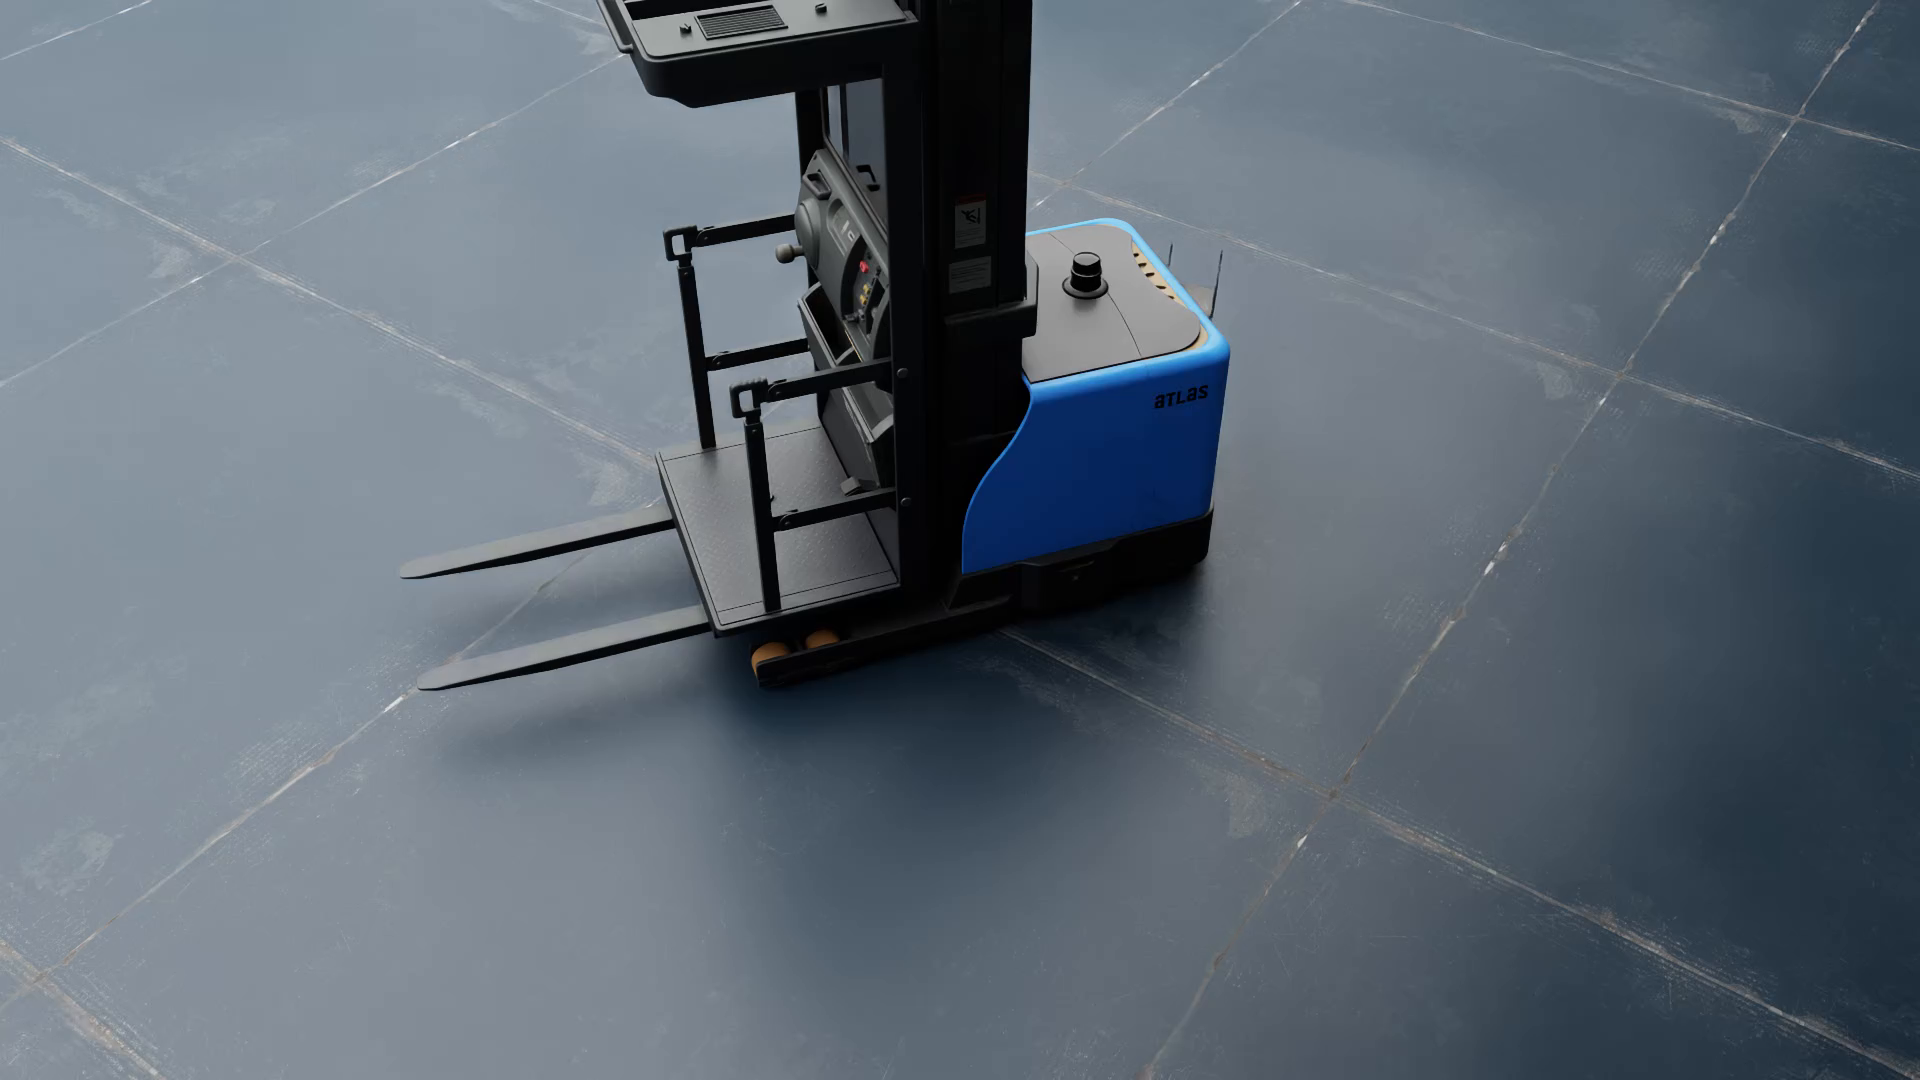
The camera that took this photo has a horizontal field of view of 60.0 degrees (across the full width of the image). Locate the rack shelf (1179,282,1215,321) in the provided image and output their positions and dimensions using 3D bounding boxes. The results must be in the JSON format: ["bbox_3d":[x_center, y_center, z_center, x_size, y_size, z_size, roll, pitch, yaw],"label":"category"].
[{"bbox_3d":[0.928,-0.953,6.775,0.200,0.077,0.258,9,41,7],"label":"rack shelf"}]

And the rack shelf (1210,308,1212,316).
[{"bbox_3d":[0.924,-0.885,6.834,0.200,0.077,0.258,9,41,7],"label":"rack shelf"}]

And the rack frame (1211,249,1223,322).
[{"bbox_3d":[1.018,-0.758,6.918,0.006,0.900,0.240,9,41,7],"label":"rack frame"}]

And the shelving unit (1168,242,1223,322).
[{"bbox_3d":[0.918,-0.774,6.930,0.210,0.900,0.258,9,41,7],"label":"shelving unit"}]

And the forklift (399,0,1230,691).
[{"bbox_3d":[-0.588,-0.952,5.616,3.031,2.935,1.130,-13,44,-15],"label":"forklift"}]

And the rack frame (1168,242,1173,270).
[{"bbox_3d":[0.819,-0.789,6.942,0.006,0.900,0.240,9,41,7],"label":"rack frame"}]
